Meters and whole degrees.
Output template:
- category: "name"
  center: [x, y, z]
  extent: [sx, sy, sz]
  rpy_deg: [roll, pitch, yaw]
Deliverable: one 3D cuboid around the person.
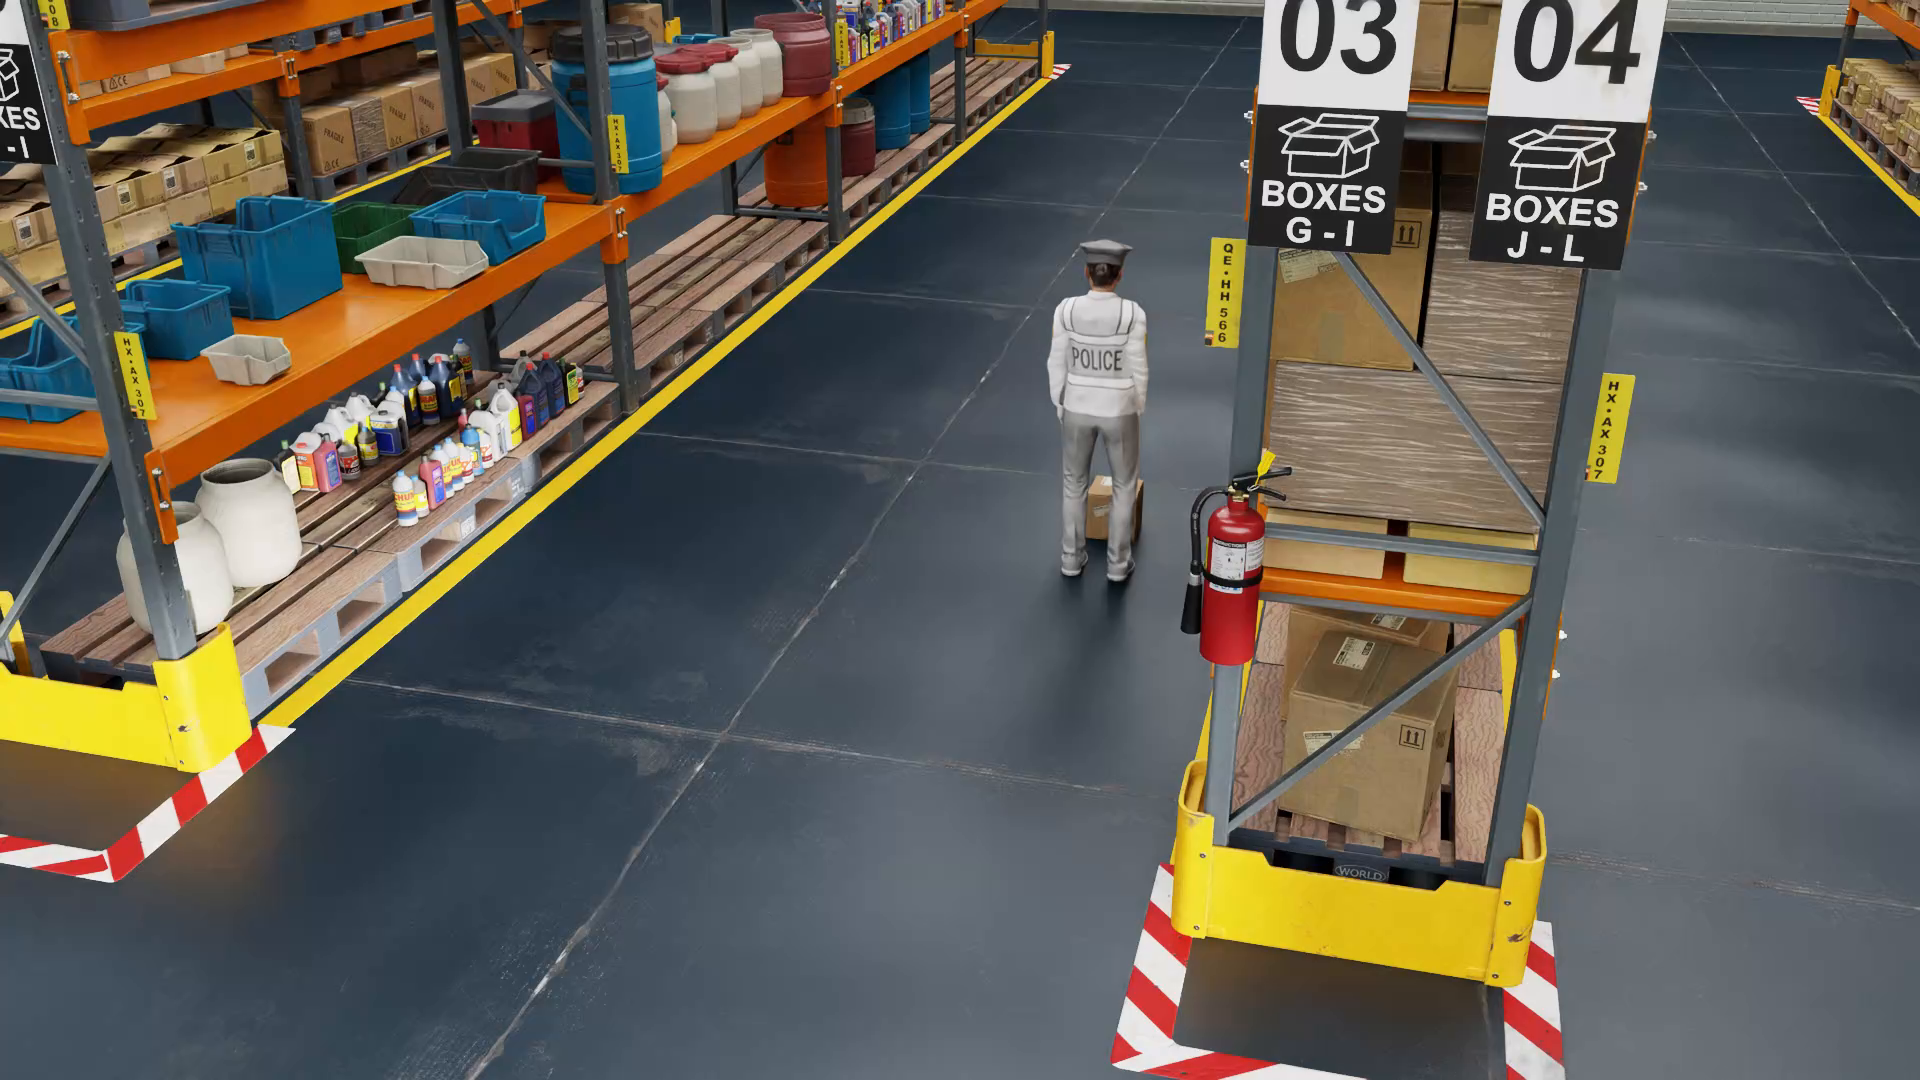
- category: "person"
  center: [0.650, -0.599, 7.890]
  extent: [0.482, 1.655, 0.366]
  rpy_deg: [7, 26, 14]
